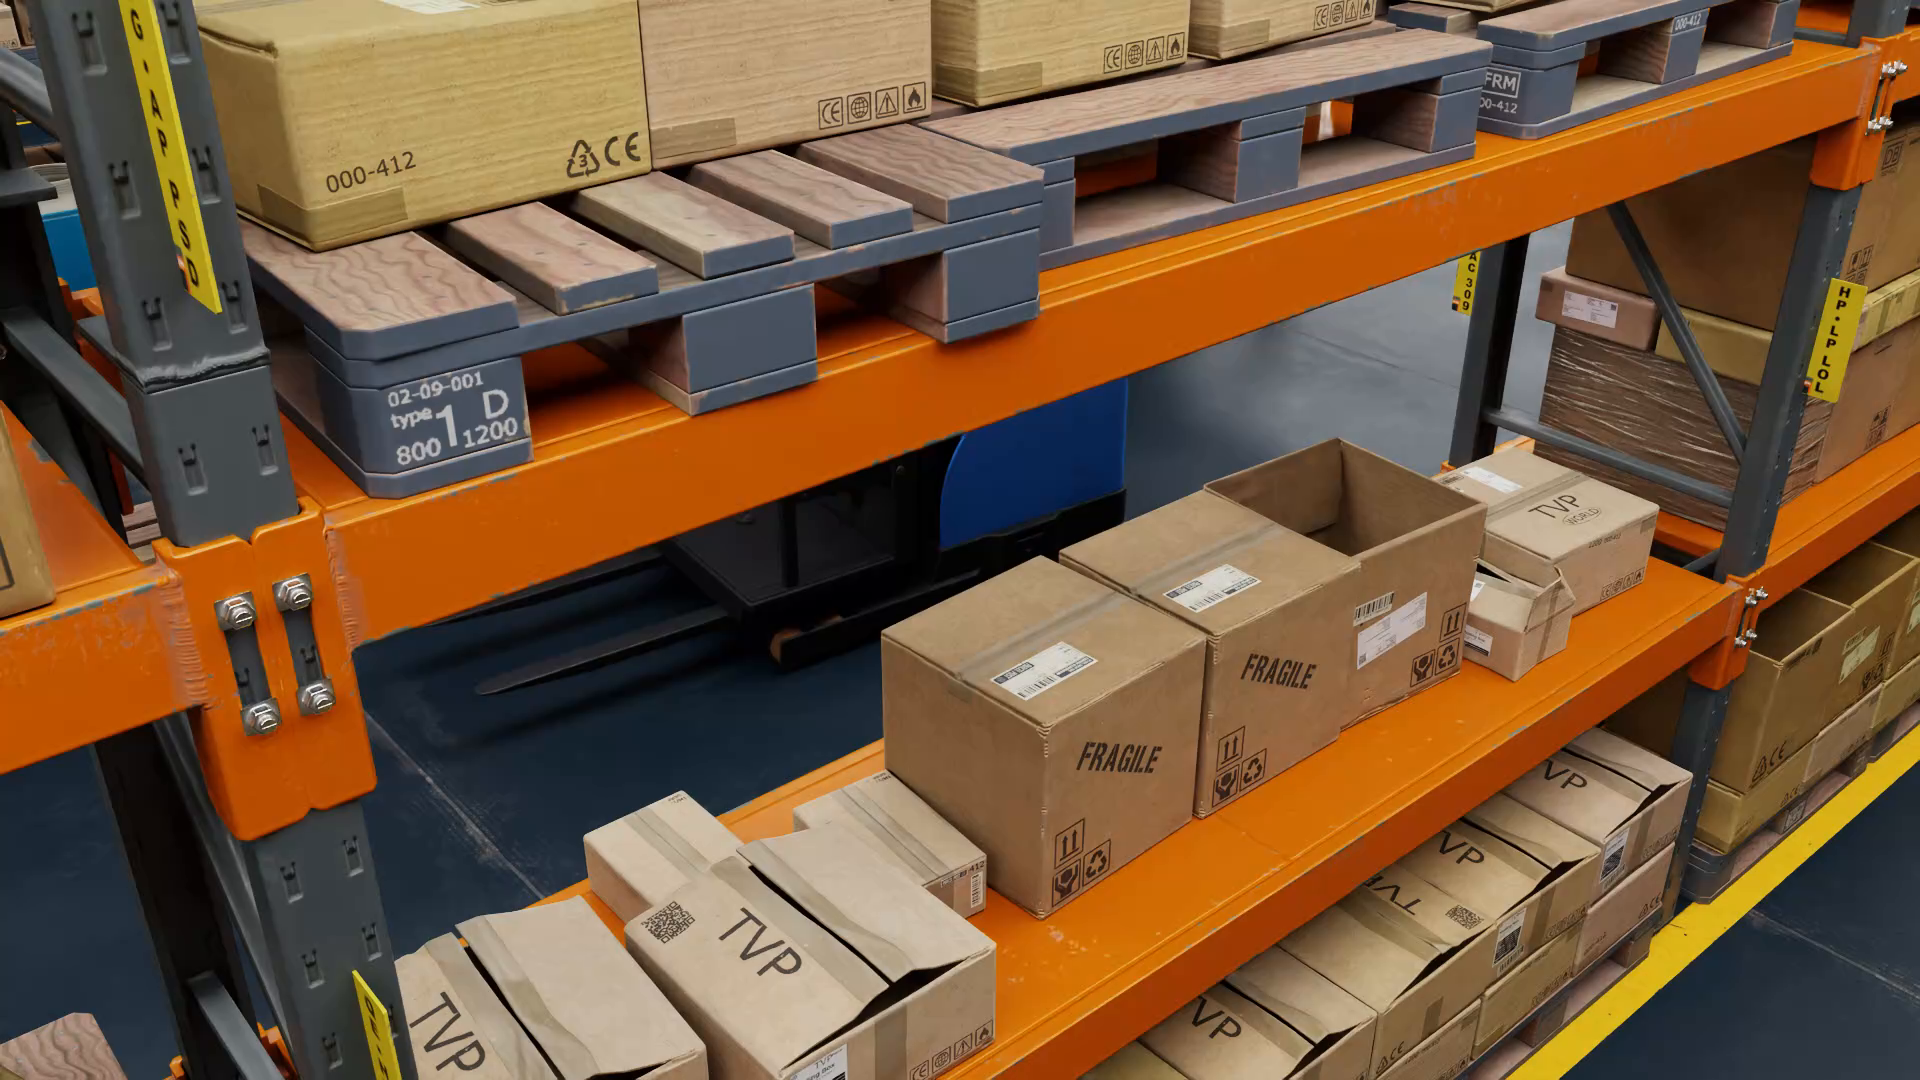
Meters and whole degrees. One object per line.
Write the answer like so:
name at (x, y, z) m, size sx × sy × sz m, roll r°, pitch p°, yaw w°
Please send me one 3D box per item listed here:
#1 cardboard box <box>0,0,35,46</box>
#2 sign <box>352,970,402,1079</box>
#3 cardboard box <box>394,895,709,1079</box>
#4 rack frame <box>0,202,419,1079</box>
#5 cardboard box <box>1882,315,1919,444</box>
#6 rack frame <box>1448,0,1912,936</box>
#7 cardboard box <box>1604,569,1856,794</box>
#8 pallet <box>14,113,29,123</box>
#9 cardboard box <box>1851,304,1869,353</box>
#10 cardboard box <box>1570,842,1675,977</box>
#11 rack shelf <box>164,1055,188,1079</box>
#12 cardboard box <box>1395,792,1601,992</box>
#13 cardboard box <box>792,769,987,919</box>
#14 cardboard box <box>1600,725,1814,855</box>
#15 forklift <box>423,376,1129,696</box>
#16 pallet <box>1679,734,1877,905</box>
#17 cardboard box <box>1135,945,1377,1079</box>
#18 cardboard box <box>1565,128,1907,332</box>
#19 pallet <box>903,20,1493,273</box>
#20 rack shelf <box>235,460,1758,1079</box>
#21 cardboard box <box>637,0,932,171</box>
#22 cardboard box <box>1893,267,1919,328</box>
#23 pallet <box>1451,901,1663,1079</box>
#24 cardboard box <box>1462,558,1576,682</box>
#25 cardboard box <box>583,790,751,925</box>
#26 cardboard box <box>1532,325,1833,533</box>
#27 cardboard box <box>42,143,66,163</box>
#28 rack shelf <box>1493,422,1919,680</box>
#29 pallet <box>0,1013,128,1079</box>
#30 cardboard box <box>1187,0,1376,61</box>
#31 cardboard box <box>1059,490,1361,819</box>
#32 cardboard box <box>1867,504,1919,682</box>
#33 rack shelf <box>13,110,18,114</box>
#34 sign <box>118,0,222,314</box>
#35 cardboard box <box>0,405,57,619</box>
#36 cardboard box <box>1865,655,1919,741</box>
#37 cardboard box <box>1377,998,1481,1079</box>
cardboard box at (-5.730, -3.464, 10.494) m, size 0.637 × 0.503 × 0.797 m, roll -18°, pitch 33°, yaw -30°
sign at (-0.728, 0.696, 2.121) m, size 0.005 × 0.325 × 0.100 m, roll -22°, pitch 35°, yaw -35°
cardboard box at (-0.782, 0.924, 2.933) m, size 0.500 × 0.311 × 0.500 m, roll -19°, pitch 34°, yaw -32°
rack frame at (-1.087, 0.980, 2.734) m, size 0.127 × 3.000 × 1.000 m, roll -22°, pitch 35°, yaw -35°
cardboard box at (3.071, -0.741, 5.849) m, size 0.500 × 0.500 × 0.700 m, roll -21°, pitch 35°, yaw -34°
rack frame at (1.956, -0.244, 5.023) m, size 0.127 × 3.000 × 1.000 m, roll -22°, pitch 35°, yaw -35°
cardboard box at (2.512, 0.424, 5.451) m, size 0.500 × 0.500 × 0.500 m, roll -22°, pitch 35°, yaw -35°
pallet at (-8.151, -4.113, 15.223) m, size 1.213 × 0.211 × 1.003 m, roll -22°, pitch 35°, yaw -35°
cardboard box at (2.477, -0.663, 5.014) m, size 0.250 × 0.149 × 0.380 m, roll -21°, pitch 35°, yaw -34°
cardboard box at (1.829, 1.015, 5.141) m, size 0.500 × 0.250 × 0.500 m, roll -22°, pitch 35°, yaw -35°
rack shelf at (-2.609, 1.909, 1.758) m, size 4.000 × 0.370 × 1.077 m, roll -22°, pitch 35°, yaw -35°
cardboard box at (1.442, 0.925, 4.714) m, size 0.500 × 0.311 × 0.500 m, roll -21°, pitch 34°, yaw -34°
cardboard box at (-0.153, 0.681, 3.561) m, size 0.250 × 0.149 × 0.380 m, roll -19°, pitch 34°, yaw -31°
cardboard box at (2.505, 0.751, 5.634) m, size 0.500 × 0.250 × 0.500 m, roll -22°, pitch 35°, yaw -35°
forklift at (-0.742, -1.055, 6.614) m, size 3.031 × 2.935 × 1.130 m, roll -18°, pitch 33°, yaw -30°
pallet at (2.588, 0.758, 6.108) m, size 1.213 × 0.211 × 1.003 m, roll -22°, pitch 35°, yaw -35°
cardboard box at (0.676, 1.229, 4.145) m, size 0.500 × 0.311 × 0.500 m, roll -22°, pitch 35°, yaw -36°
cardboard box at (2.289, -0.998, 4.952) m, size 0.500 × 0.500 × 0.700 m, roll -22°, pitch 35°, yaw -35°
pallet at (0.220, -0.842, 3.162) m, size 1.213 × 0.211 × 1.003 m, roll -20°, pitch 34°, yaw -33°
rack shelf at (0.434, 0.686, 4.048) m, size 4.000 × 0.370 × 1.077 m, roll -22°, pitch 35°, yaw -35°
cardboard box at (-0.391, -0.788, 2.573) m, size 0.500 × 0.250 × 0.500 m, roll -21°, pitch 34°, yaw -34°
cardboard box at (2.871, -0.824, 5.314) m, size 0.250 × 0.149 × 0.380 m, roll -22°, pitch 35°, yaw -35°
pallet at (1.421, 1.226, 5.233) m, size 1.213 × 0.211 × 1.003 m, roll -22°, pitch 35°, yaw -35°
cardboard box at (1.406, 0.151, 4.428) m, size 0.258 × 0.266 × 0.396 m, roll -23°, pitch 36°, yaw -36°
cardboard box at (-0.582, 0.717, 3.493) m, size 0.250 × 0.149 × 0.380 m, roll -22°, pitch 35°, yaw -35°
cardboard box at (2.289, -0.426, 5.258) m, size 0.500 × 0.500 × 0.700 m, roll -23°, pitch 36°, yaw -36°
cardboard box at (-5.752, -2.398, 11.240) m, size 0.700 × 0.500 × 0.500 m, roll 25°, pitch 37°, yaw 38°
rack shelf at (3.477, -0.538, 6.338) m, size 4.000 × 0.370 × 1.077 m, roll -22°, pitch 35°, yaw -35°
pallet at (-1.557, 1.297, 2.344) m, size 1.003 × 0.211 × 1.213 m, roll -22°, pitch 35°, yaw -35°
cardboard box at (0.462, -1.123, 3.199) m, size 0.500 × 0.250 × 0.500 m, roll 25°, pitch 37°, yaw 38°
cardboard box at (0.579, 0.256, 3.983) m, size 0.500 × 0.500 × 0.500 m, roll -22°, pitch 35°, yaw -35°
cardboard box at (3.273, 0.118, 6.024) m, size 0.500 × 0.500 × 0.500 m, roll -22°, pitch 35°, yaw -35°
rack shelf at (-5.992, -2.868, 10.697) m, size 4.000 × 0.370 × 1.077 m, roll -22°, pitch 35°, yaw -35°
sign at (-0.736, -0.376, 1.539) m, size 0.005 × 0.325 × 0.100 m, roll -22°, pitch 35°, yaw -35°
cardboard box at (-1.397, -0.241, 1.731) m, size 0.500 × 0.500 × 0.910 m, roll -22°, pitch 35°, yaw -35°
cardboard box at (3.273, 0.449, 6.200) m, size 0.500 × 0.250 × 0.500 m, roll -22°, pitch 35°, yaw -35°
cardboard box at (1.054, 1.325, 4.559) m, size 0.500 × 0.250 × 0.500 m, roll -21°, pitch 35°, yaw -34°
